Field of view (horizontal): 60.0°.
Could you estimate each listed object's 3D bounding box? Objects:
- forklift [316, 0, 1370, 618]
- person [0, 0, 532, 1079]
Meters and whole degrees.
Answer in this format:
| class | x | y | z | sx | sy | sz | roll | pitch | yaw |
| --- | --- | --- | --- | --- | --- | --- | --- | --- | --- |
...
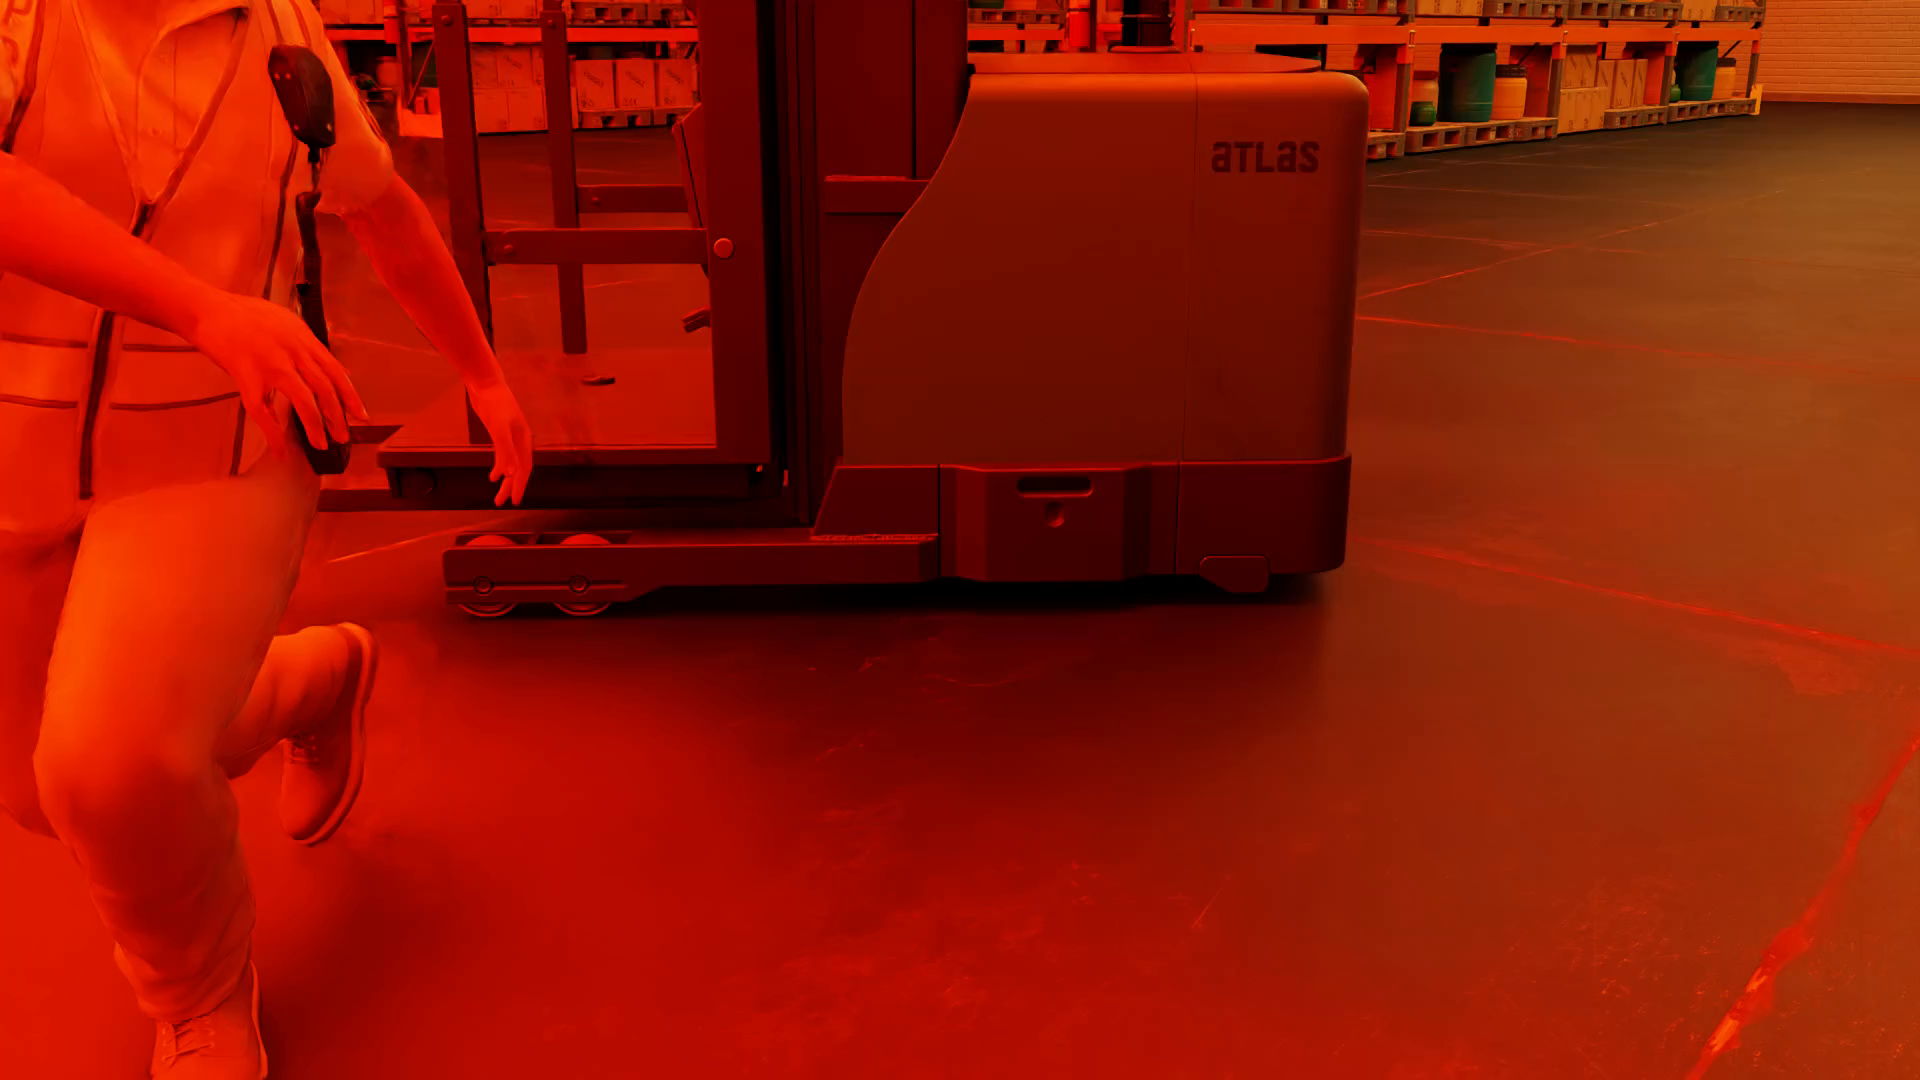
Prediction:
| class | x | y | z | sx | sy | sz | roll | pitch | yaw |
| --- | --- | --- | --- | --- | --- | --- | --- | --- | --- |
| forklift | -0.708 | -1.400 | 3.509 | 3.031 | 2.935 | 1.130 | -1 | 17 | -2 |
| person | -0.853 | -0.150 | 1.945 | 0.650 | 1.526 | 0.908 | -3 | 17 | -11 |
